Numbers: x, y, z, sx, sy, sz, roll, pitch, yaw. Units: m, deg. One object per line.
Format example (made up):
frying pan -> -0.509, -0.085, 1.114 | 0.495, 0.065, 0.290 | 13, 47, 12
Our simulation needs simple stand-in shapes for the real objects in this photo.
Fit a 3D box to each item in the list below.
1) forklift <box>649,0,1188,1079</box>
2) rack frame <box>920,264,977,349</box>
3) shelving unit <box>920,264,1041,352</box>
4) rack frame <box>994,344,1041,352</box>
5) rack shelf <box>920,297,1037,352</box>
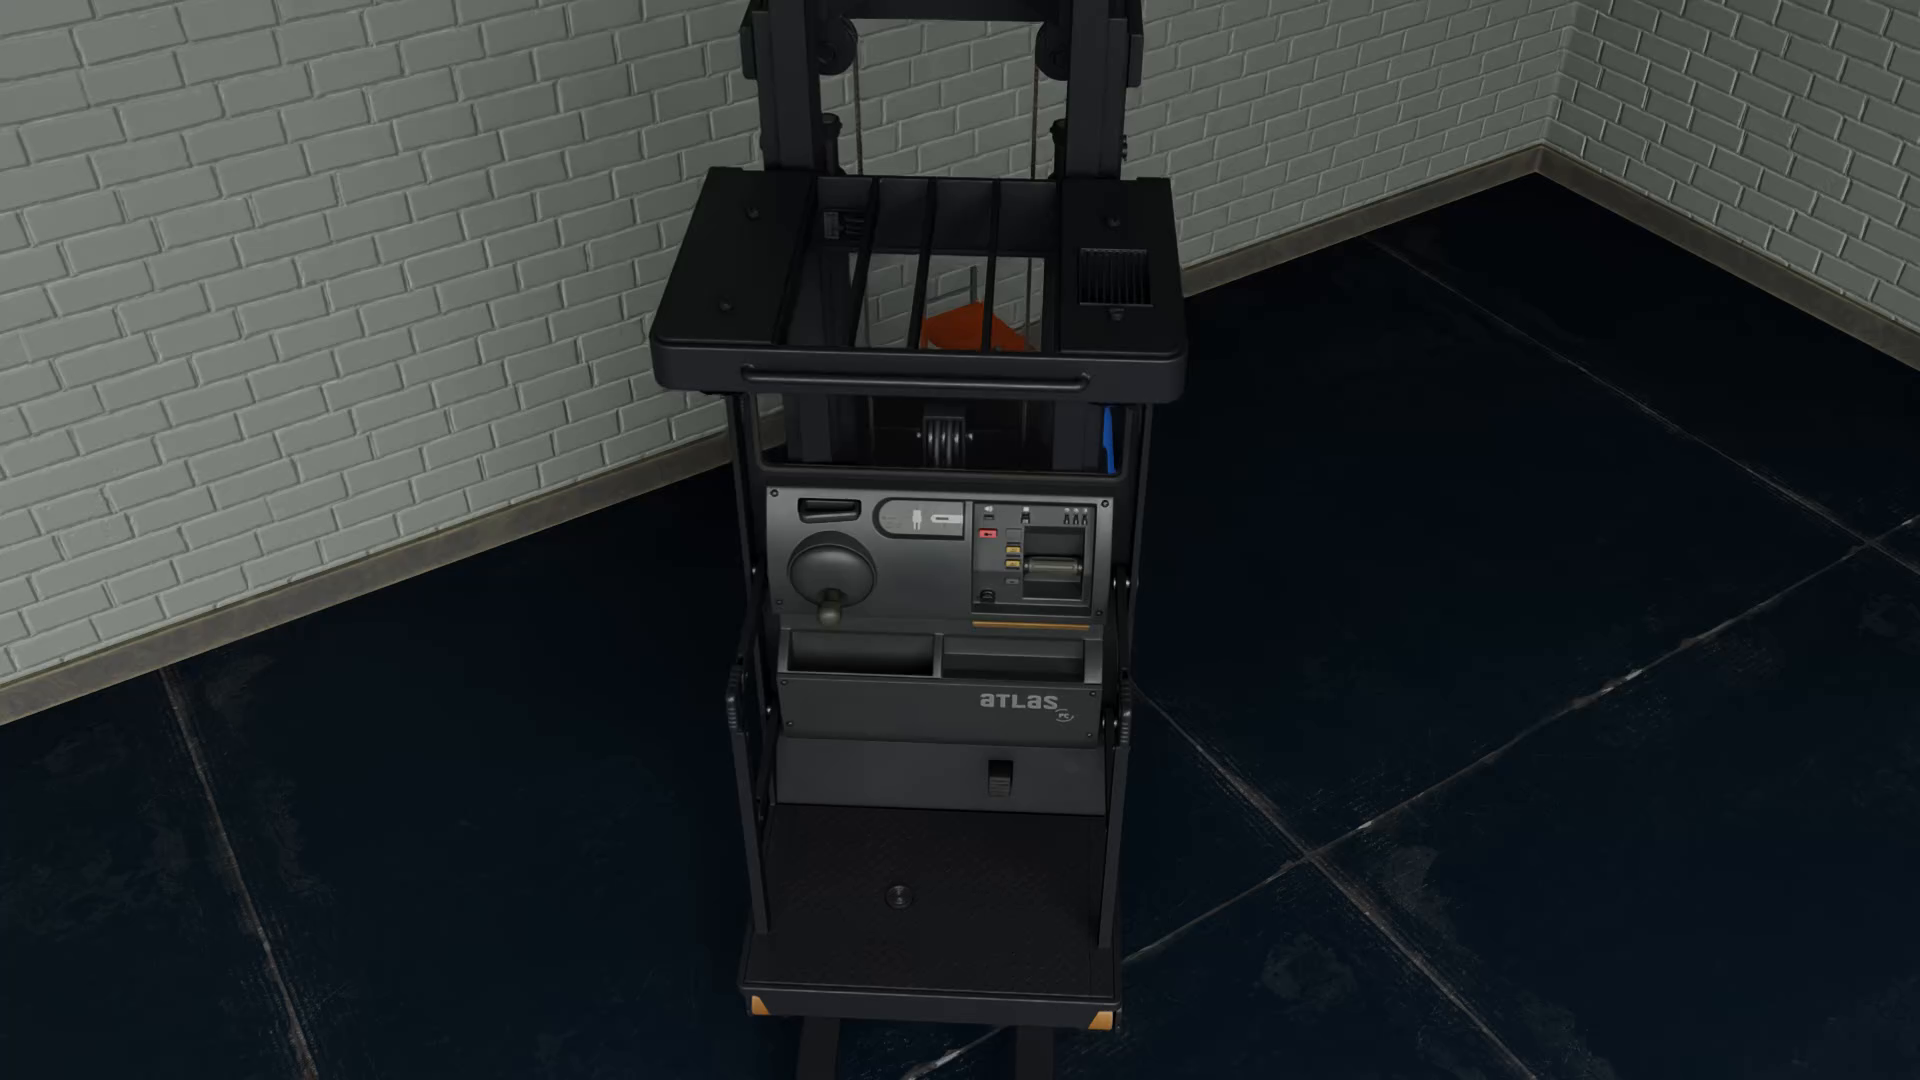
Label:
forklift -> -0.066, 0.122, 4.314 | 1.130, 2.935, 3.031 | 2, 40, 2
rack frame -> -0.042, -0.503, 6.417 | 0.240, 1.200, 0.015 | -22, 45, -24
shelving unit -> 0.089, -0.372, 6.259 | 0.258, 1.200, 0.503 | -22, 45, -24
rack frame -> 0.220, -0.240, 6.101 | 0.240, 1.200, 0.015 | -22, 45, -24
rack shelf -> 0.089, -0.673, 6.007 | 0.258, 0.148, 0.480 | -22, 45, -24
